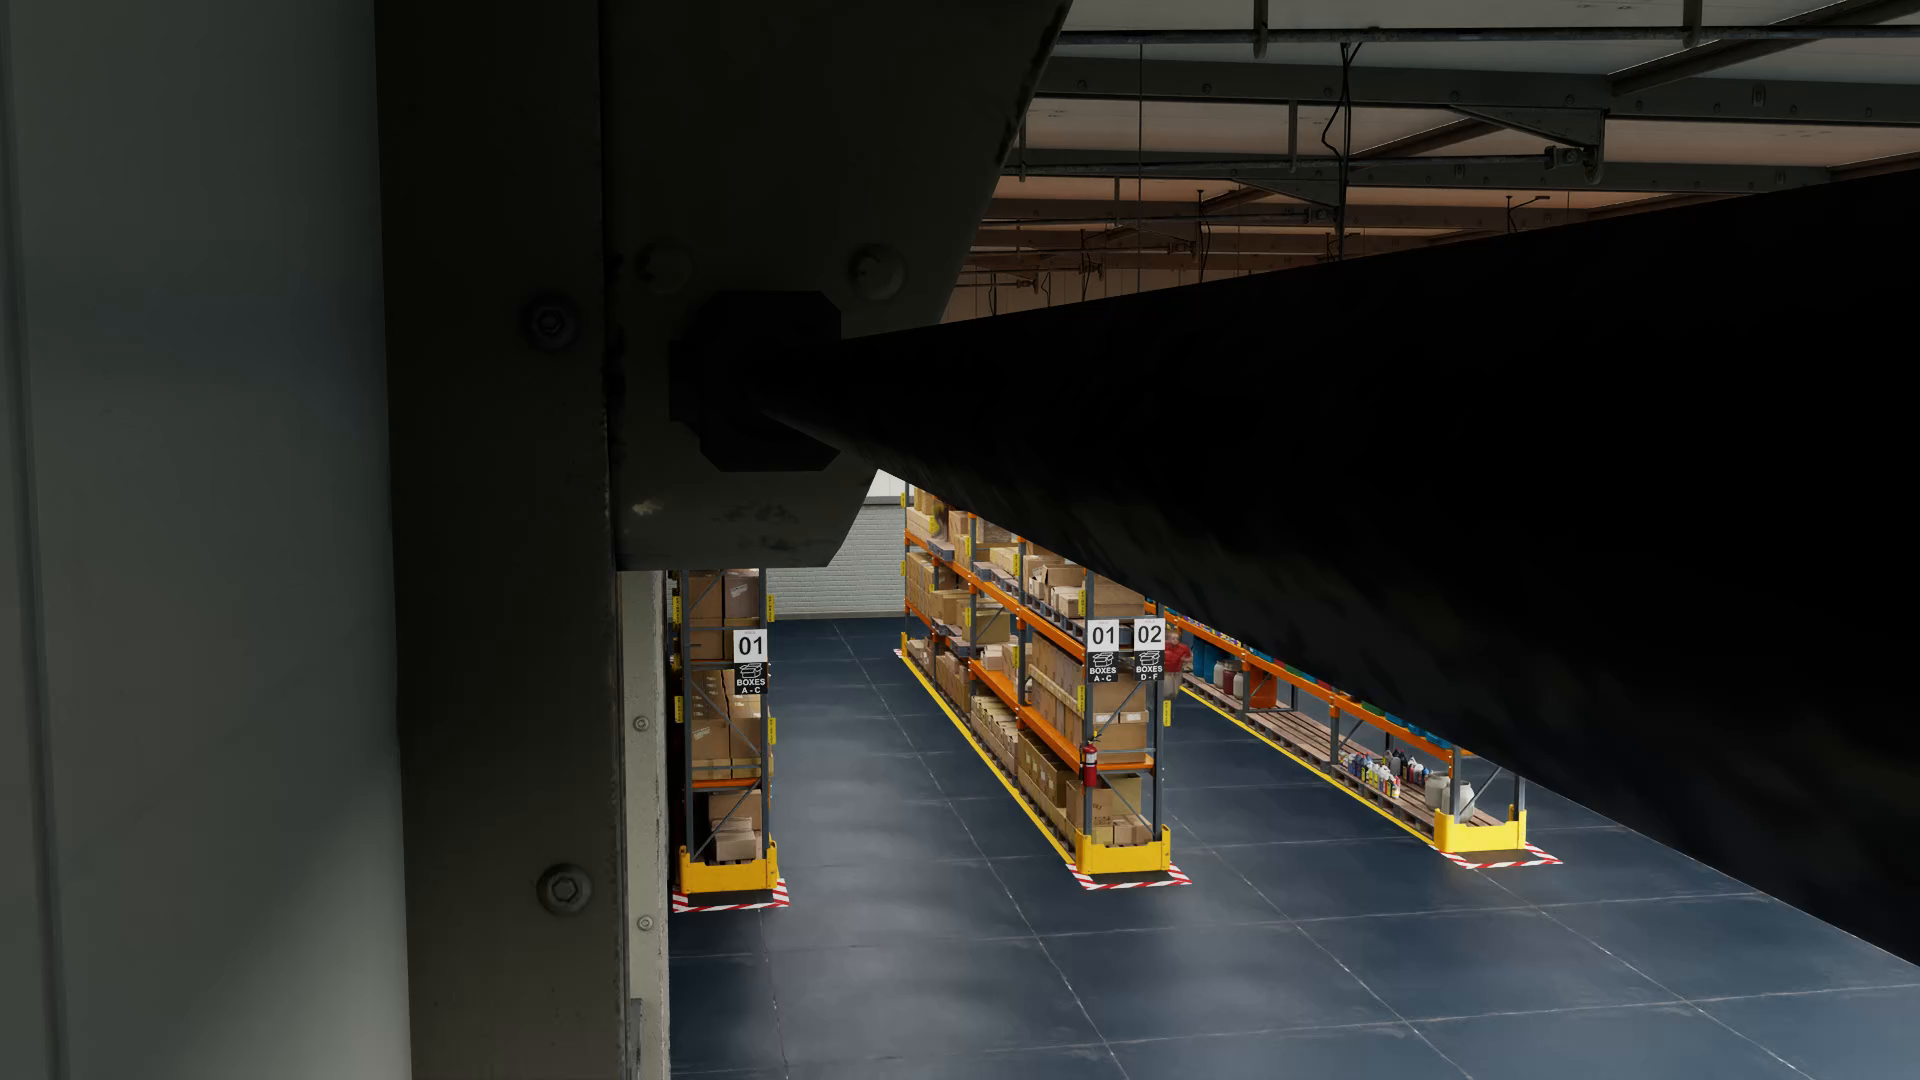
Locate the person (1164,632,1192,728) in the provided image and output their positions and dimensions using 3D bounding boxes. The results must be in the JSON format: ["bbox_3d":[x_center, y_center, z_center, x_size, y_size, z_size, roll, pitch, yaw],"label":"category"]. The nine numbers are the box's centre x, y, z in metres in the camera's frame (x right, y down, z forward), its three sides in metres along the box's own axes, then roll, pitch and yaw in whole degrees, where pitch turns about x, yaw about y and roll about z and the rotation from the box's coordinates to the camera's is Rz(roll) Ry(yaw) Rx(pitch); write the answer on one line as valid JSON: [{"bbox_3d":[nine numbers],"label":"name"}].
[{"bbox_3d":[3.736,2.448,29.486,0.648,1.725,0.954,-1,6,-11],"label":"person"}]
